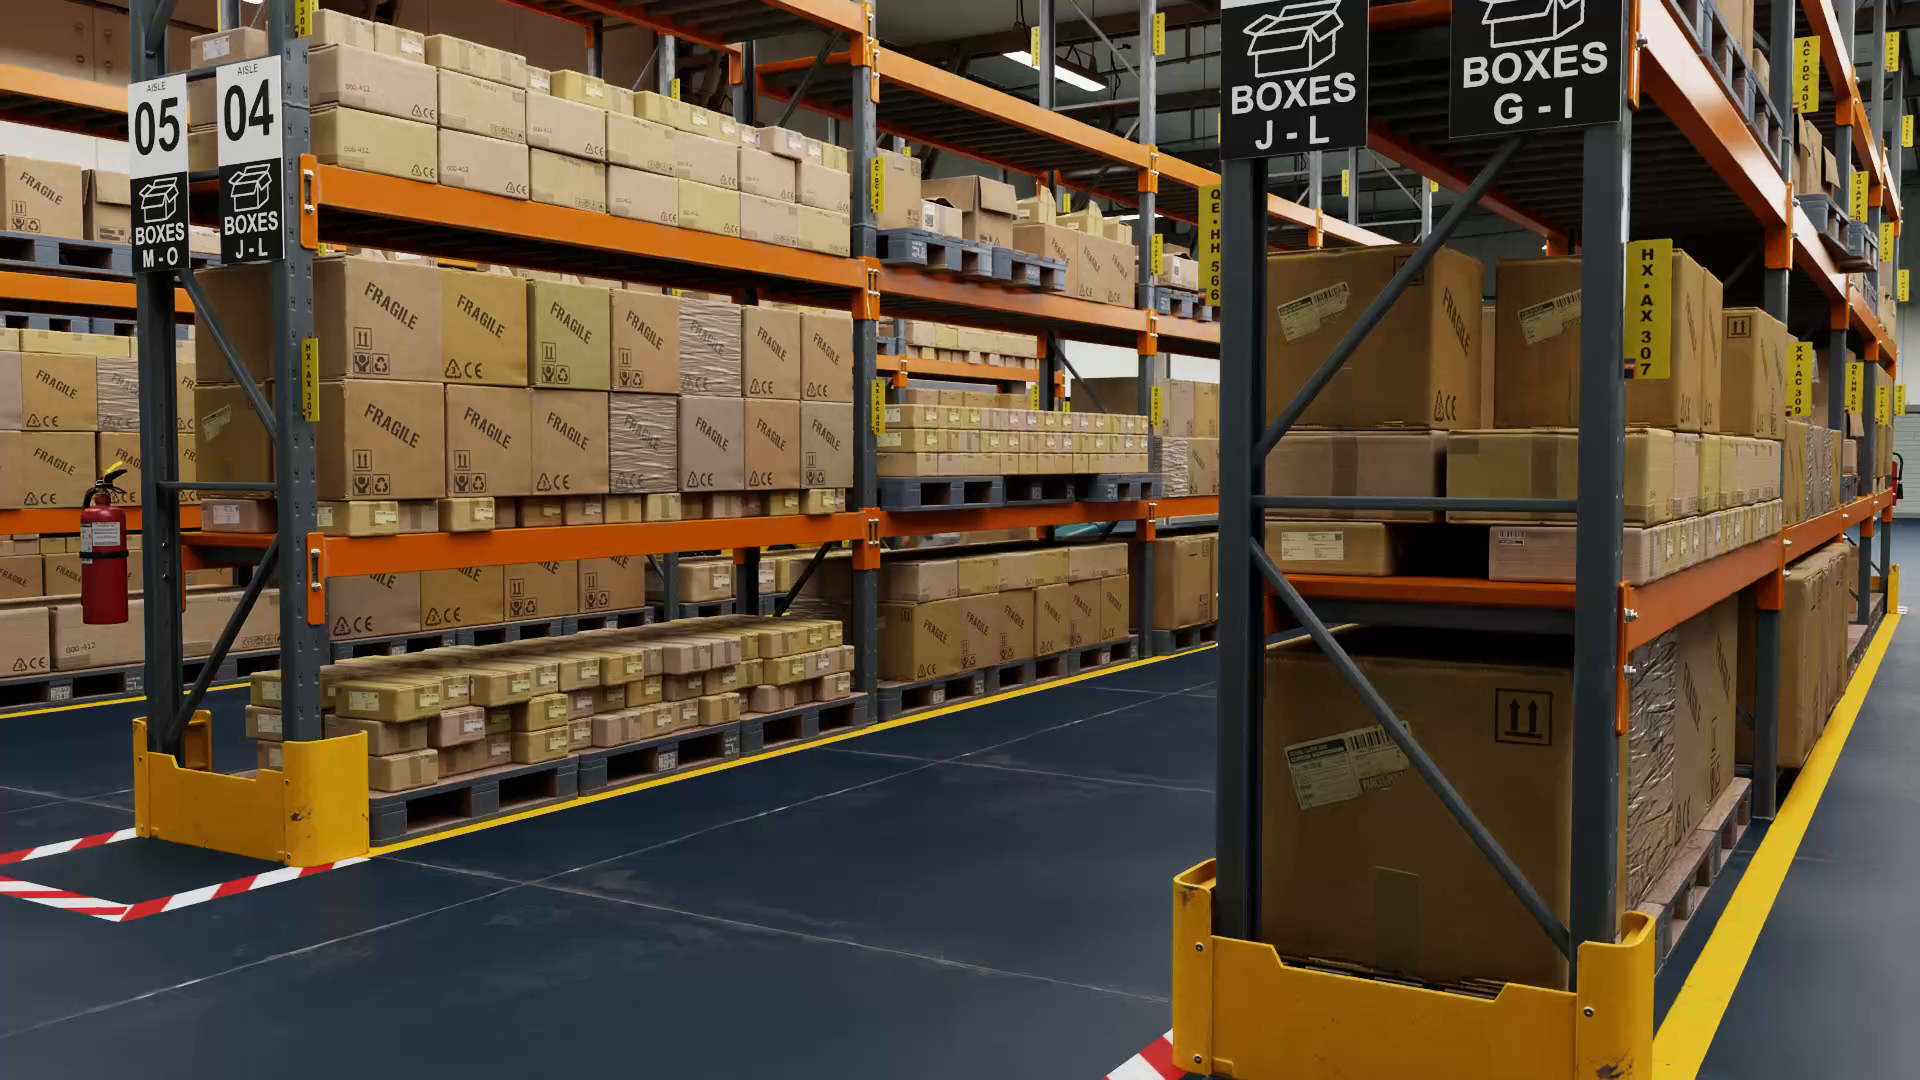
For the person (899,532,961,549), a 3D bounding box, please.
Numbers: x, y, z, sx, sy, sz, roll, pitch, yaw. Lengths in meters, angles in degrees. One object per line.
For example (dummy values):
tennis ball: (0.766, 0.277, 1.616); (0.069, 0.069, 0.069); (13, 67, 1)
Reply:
person: (-0.321, -0.023, 17.150); (0.609, 1.633, 0.575); (2, 3, 32)
